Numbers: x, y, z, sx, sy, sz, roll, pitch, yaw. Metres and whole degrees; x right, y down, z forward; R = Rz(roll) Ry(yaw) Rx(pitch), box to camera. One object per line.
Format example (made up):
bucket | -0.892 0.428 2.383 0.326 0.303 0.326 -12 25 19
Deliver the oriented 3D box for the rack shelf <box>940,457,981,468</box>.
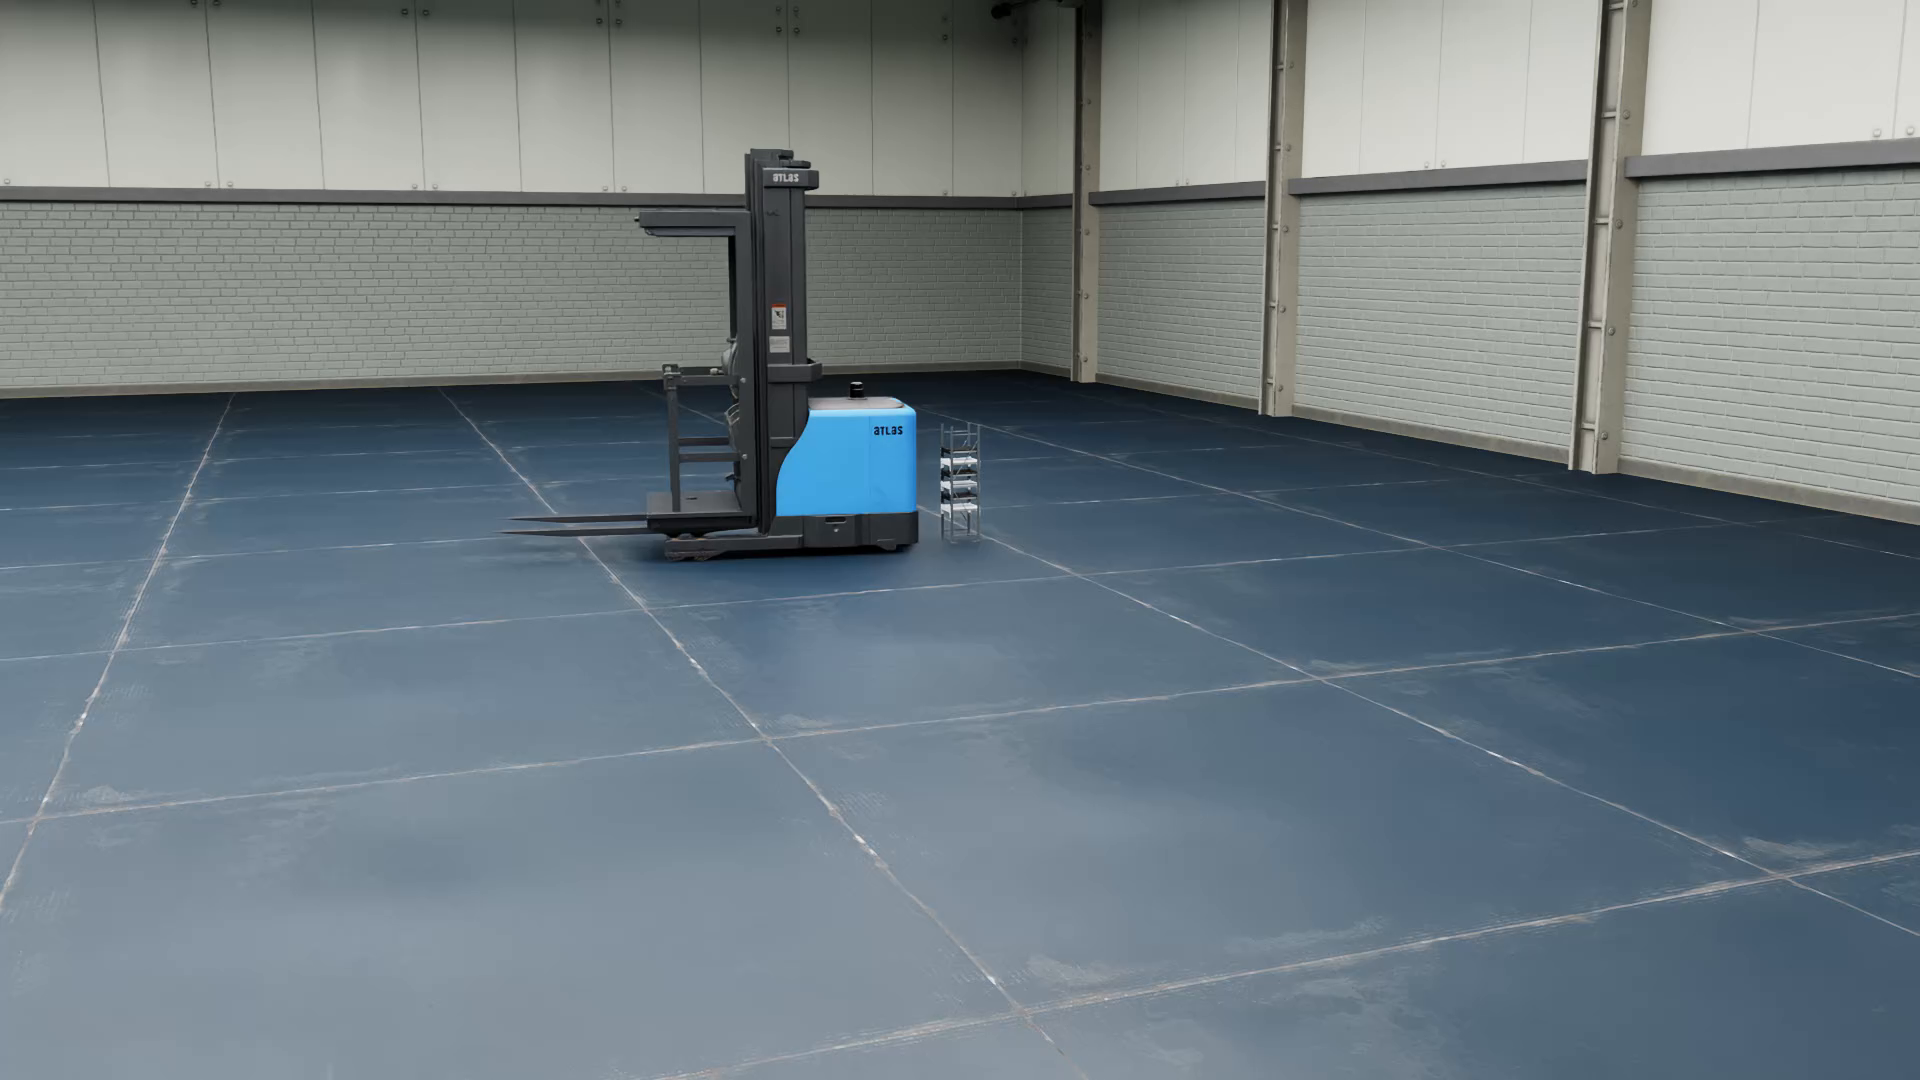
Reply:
rack shelf | 0.003 -0.586 12.808 0.258 0.077 0.200 -4 11 -21

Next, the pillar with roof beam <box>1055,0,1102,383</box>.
pillar with roof beam | -1.938 -6.816 25.544 9.100 9.000 0.548 -4 11 -21

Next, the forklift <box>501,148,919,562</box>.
forklift | -1.878 -1.386 12.345 3.031 2.935 1.130 -2 10 -10

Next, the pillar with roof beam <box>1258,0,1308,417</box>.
pillar with roof beam | 0.236 -5.837 20.038 9.100 9.000 0.400 -4 11 -21

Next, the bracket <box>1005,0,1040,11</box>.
bracket | 0.948 -9.197 28.652 0.076 0.066 3.189 -4 11 -21

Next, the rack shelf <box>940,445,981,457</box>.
rack shelf | 0.003 -0.675 12.792 0.258 0.077 0.200 -4 11 -21

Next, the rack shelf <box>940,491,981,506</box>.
rack shelf | 0.003 -0.320 12.855 0.258 0.077 0.200 -4 11 -21

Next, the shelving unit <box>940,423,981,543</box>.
shelving unit | 0.003 -0.442 12.834 0.258 0.900 0.210 -4 11 -21

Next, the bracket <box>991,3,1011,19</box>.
bracket | 0.734 -9.294 29.194 0.235 0.232 0.430 -4 11 -21

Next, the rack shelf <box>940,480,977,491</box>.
rack shelf | 0.003 -0.409 12.840 0.258 0.077 0.200 -4 11 -21

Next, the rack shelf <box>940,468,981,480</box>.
rack shelf | 0.003 -0.498 12.824 0.258 0.077 0.200 -4 11 -21

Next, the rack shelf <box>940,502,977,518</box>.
rack shelf | 0.003 -0.232 12.871 0.258 0.077 0.200 -4 11 -21

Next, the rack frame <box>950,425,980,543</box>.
rack frame | 0.040 -0.425 12.741 0.240 0.900 0.006 -4 11 -21

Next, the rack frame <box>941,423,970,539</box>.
rack frame | -0.034 -0.458 12.927 0.240 0.900 0.006 -4 11 -21

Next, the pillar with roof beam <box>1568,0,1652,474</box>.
pillar with roof beam | 2.410 -4.857 14.533 9.100 9.000 0.400 -4 11 -21
